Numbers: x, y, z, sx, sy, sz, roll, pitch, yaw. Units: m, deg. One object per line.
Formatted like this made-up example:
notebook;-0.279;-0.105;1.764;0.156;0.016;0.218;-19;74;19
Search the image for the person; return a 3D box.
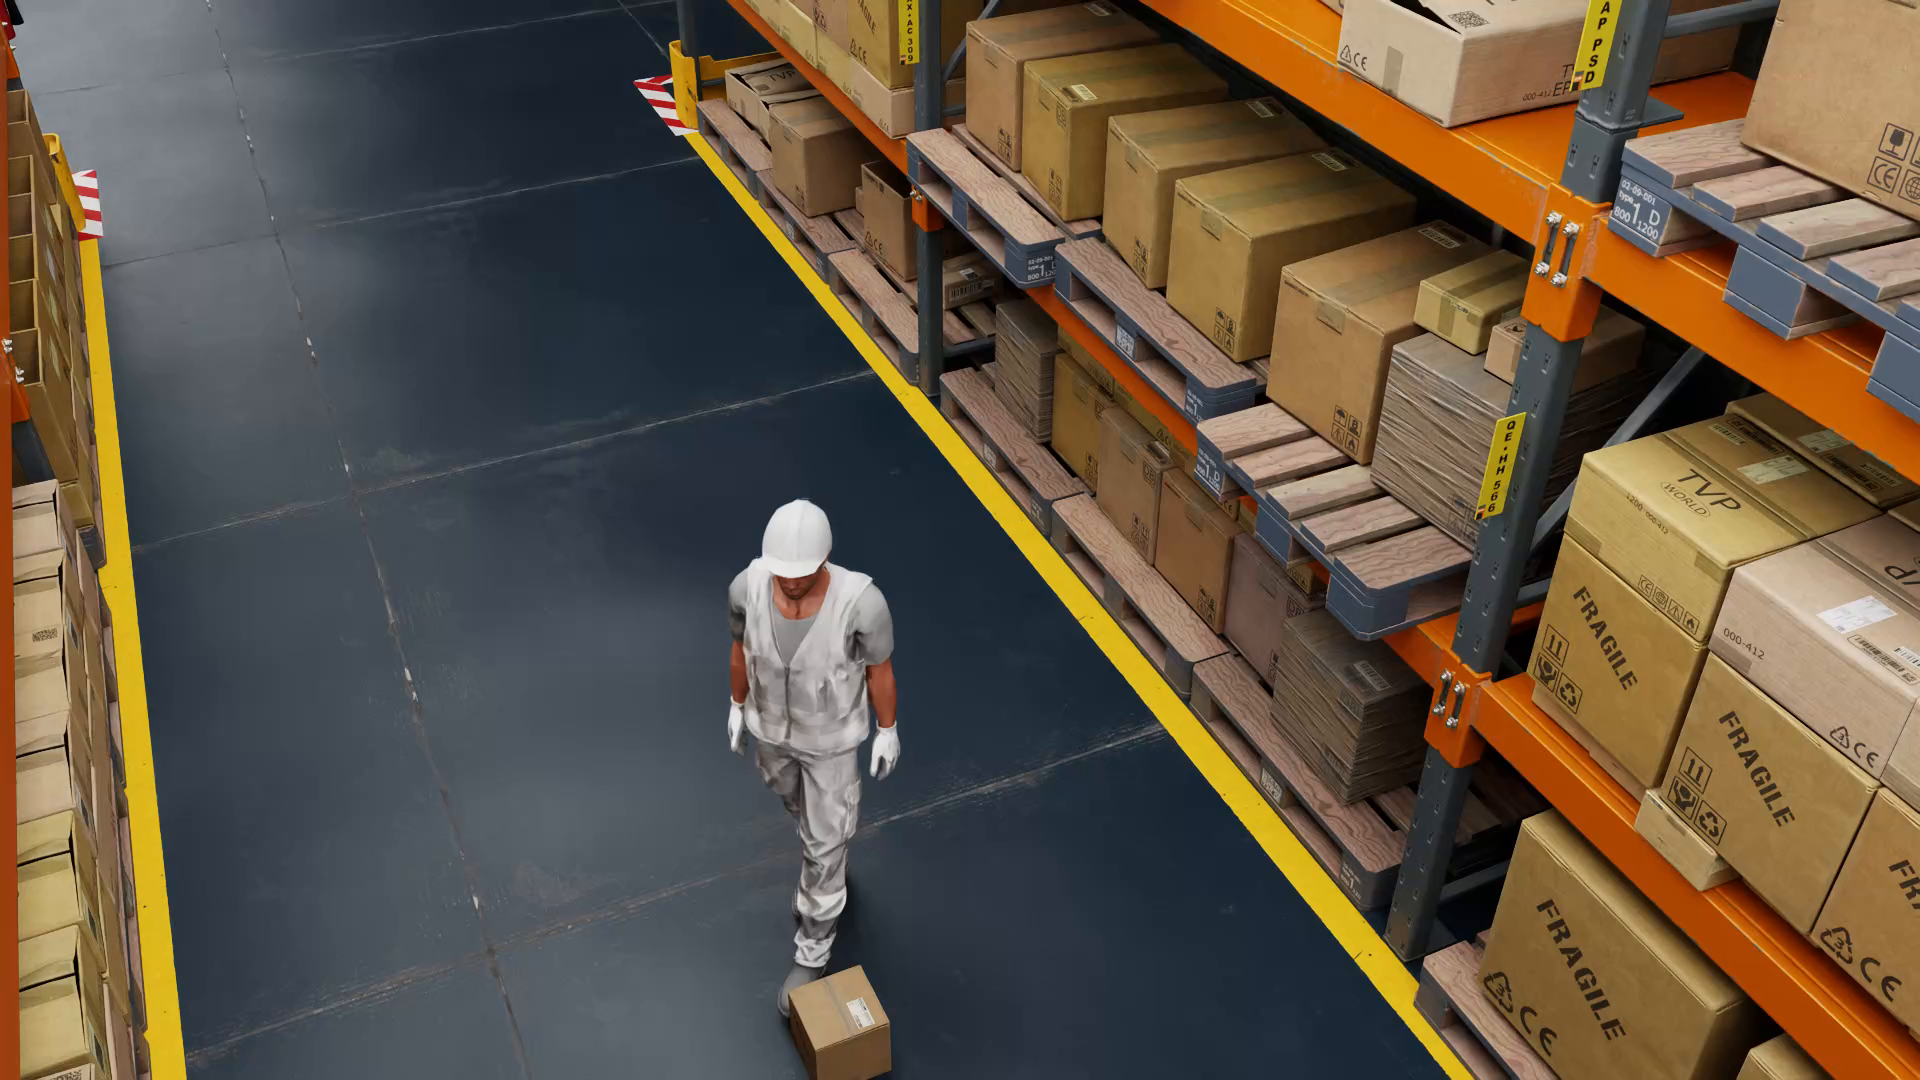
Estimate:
person;-0.527;0.675;5.213;0.577;1.773;0.731;12;38;15
